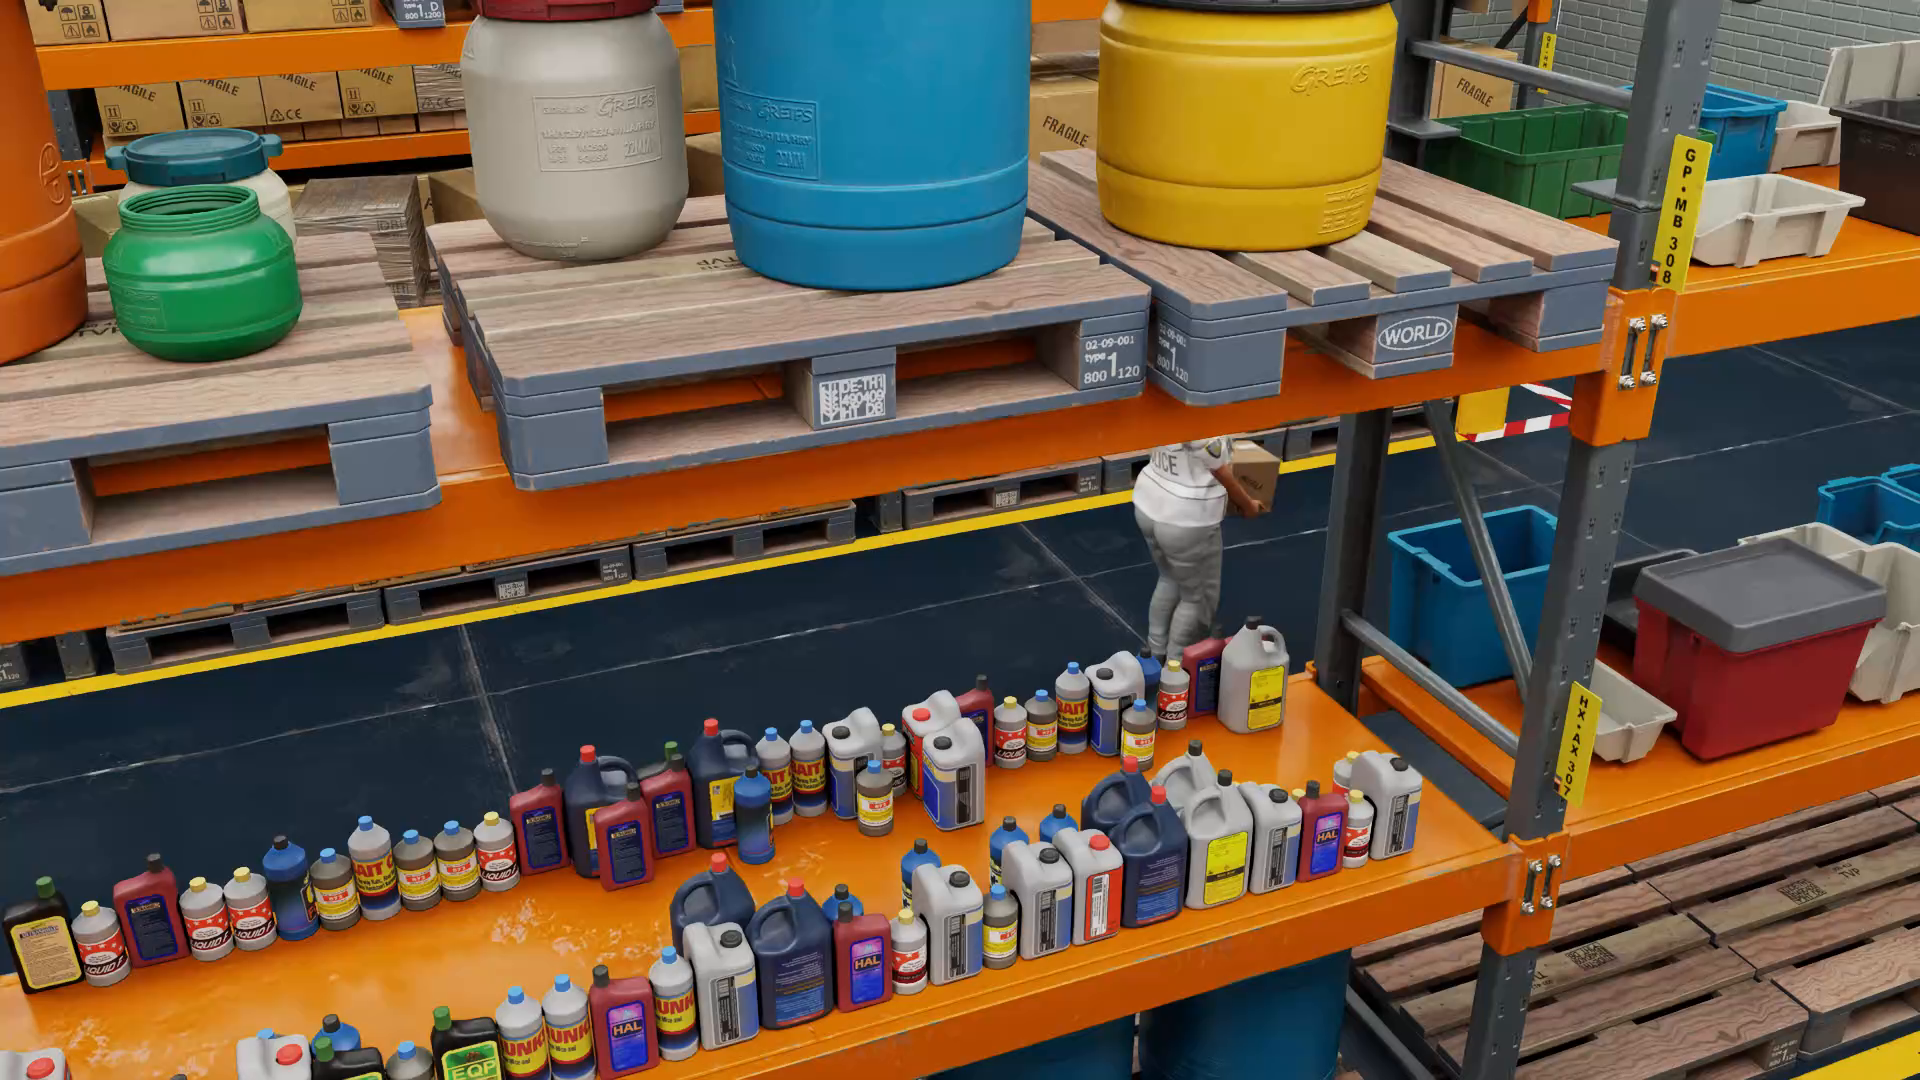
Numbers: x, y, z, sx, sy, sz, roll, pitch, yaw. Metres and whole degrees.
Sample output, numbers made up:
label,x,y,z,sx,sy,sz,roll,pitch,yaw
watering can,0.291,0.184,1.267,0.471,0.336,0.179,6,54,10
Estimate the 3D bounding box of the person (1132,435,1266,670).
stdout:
label,x,y,z,sx,sy,sz,roll,pitch,yaw
person,1.040,-0.111,7.348,0.540,1.663,0.452,-11,28,-21
